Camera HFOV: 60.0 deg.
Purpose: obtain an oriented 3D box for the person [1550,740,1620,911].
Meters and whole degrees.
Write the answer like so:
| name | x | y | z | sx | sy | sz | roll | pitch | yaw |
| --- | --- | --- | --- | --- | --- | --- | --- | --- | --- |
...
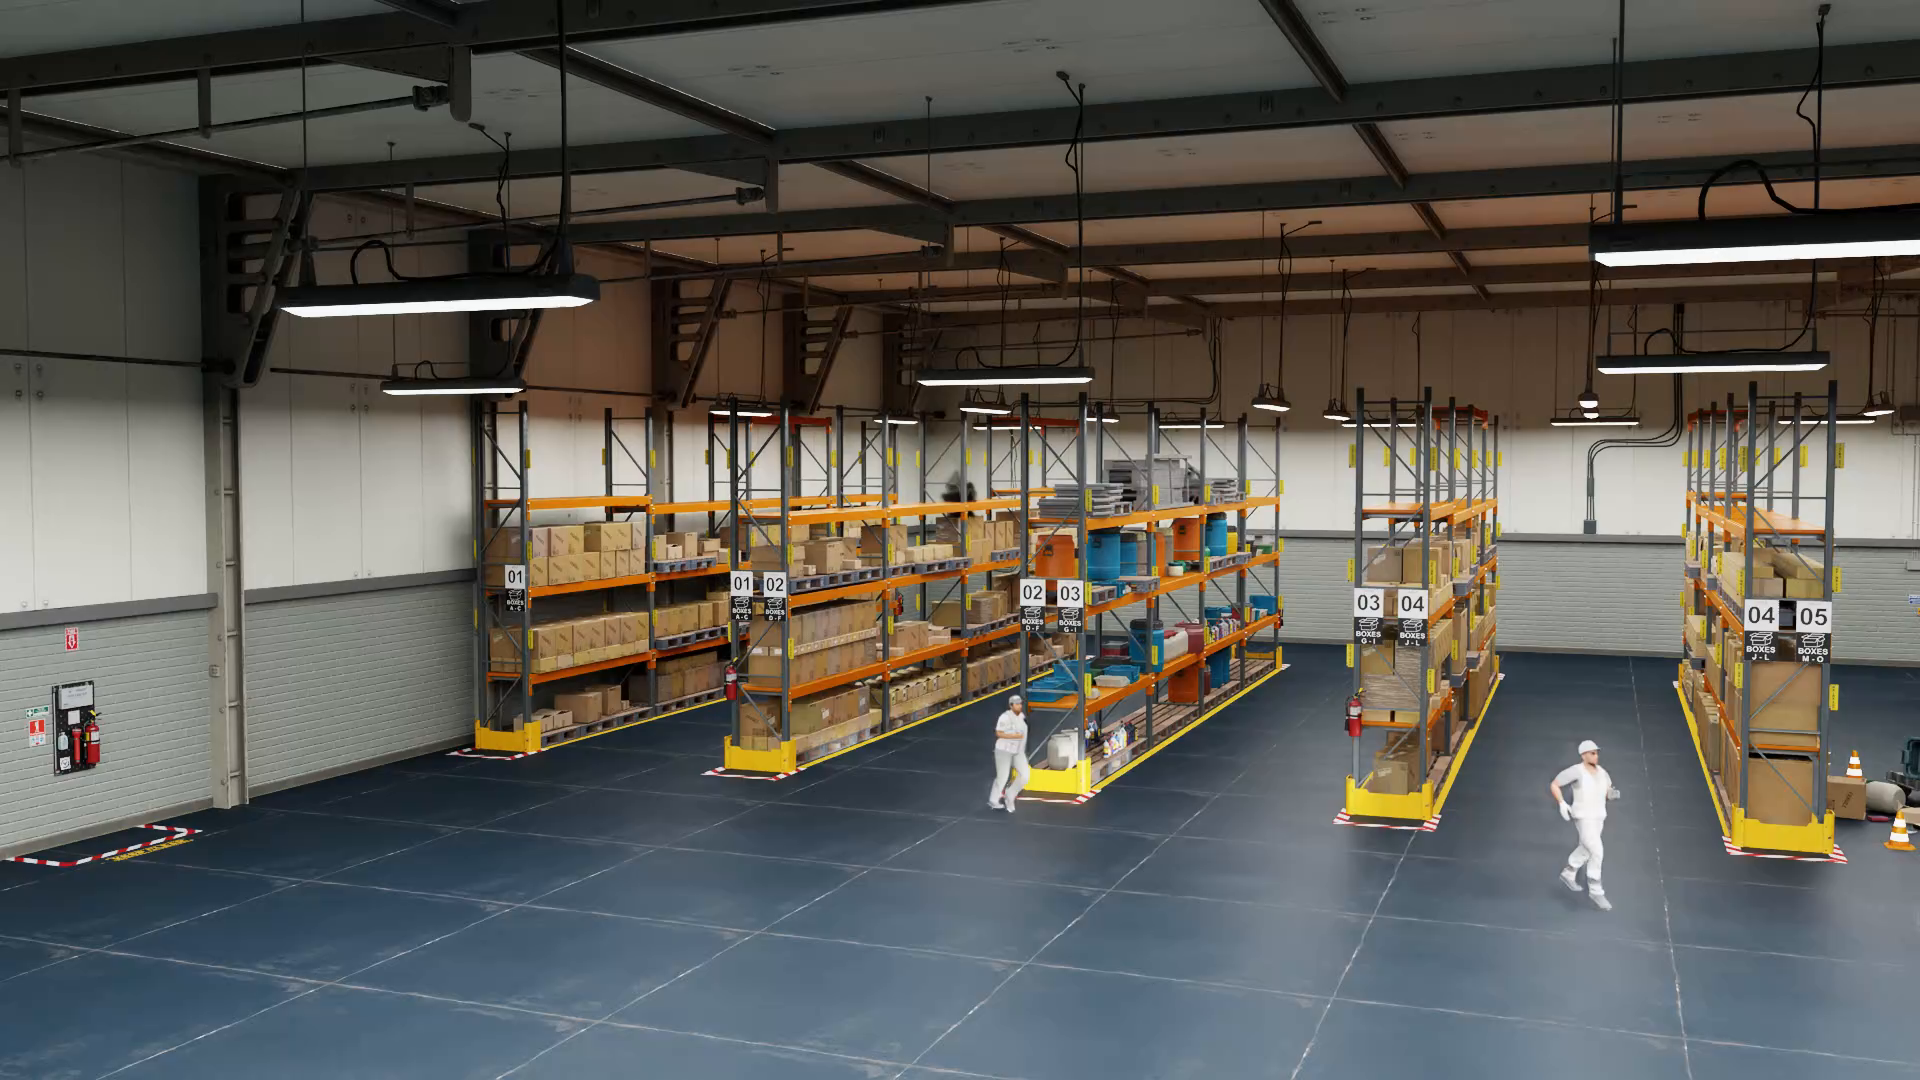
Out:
| name | x | y | z | sx | sy | sz | roll | pitch | yaw |
| --- | --- | --- | --- | --- | --- | --- | --- | --- | --- |
| person | 7.084 | 3.177 | 18.787 | 0.654 | 1.834 | 0.835 | -2 | 3 | -30 |

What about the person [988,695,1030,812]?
| name | x | y | z | sx | sy | sz | roll | pitch | yaw |
| --- | --- | --- | --- | --- | --- | --- | --- | --- | --- |
| person | 0.768 | 3.043 | 23.657 | 0.608 | 1.675 | 0.660 | -2 | 3 | -37 |
